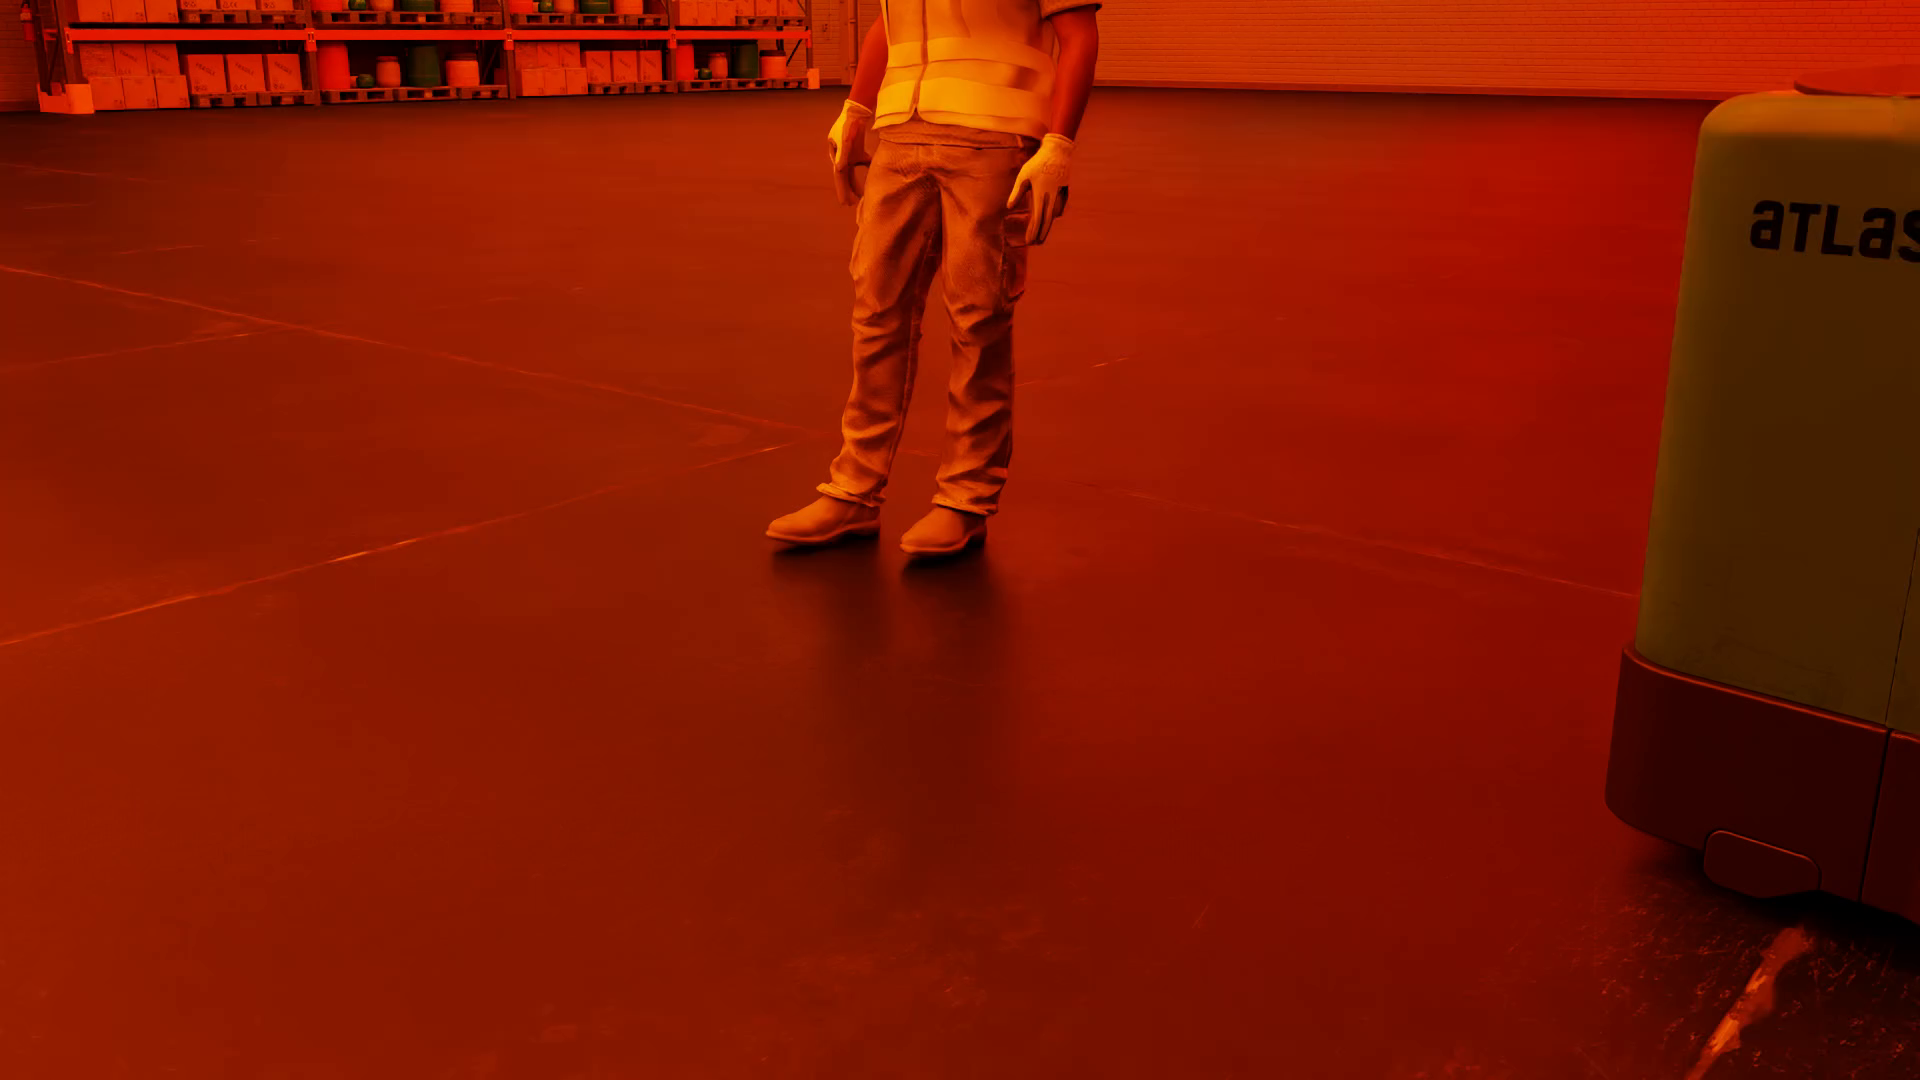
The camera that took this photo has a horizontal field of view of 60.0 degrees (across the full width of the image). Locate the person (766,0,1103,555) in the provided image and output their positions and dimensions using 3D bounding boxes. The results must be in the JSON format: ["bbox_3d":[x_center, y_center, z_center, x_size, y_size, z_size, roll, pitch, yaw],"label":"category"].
[{"bbox_3d":[-0.052,-0.845,3.633,0.656,1.781,0.577,13,21,37],"label":"person"}]

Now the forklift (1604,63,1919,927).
[{"bbox_3d":[2.332,-0.736,1.323,1.130,2.935,3.031,-16,23,-42],"label":"forklift"}]
